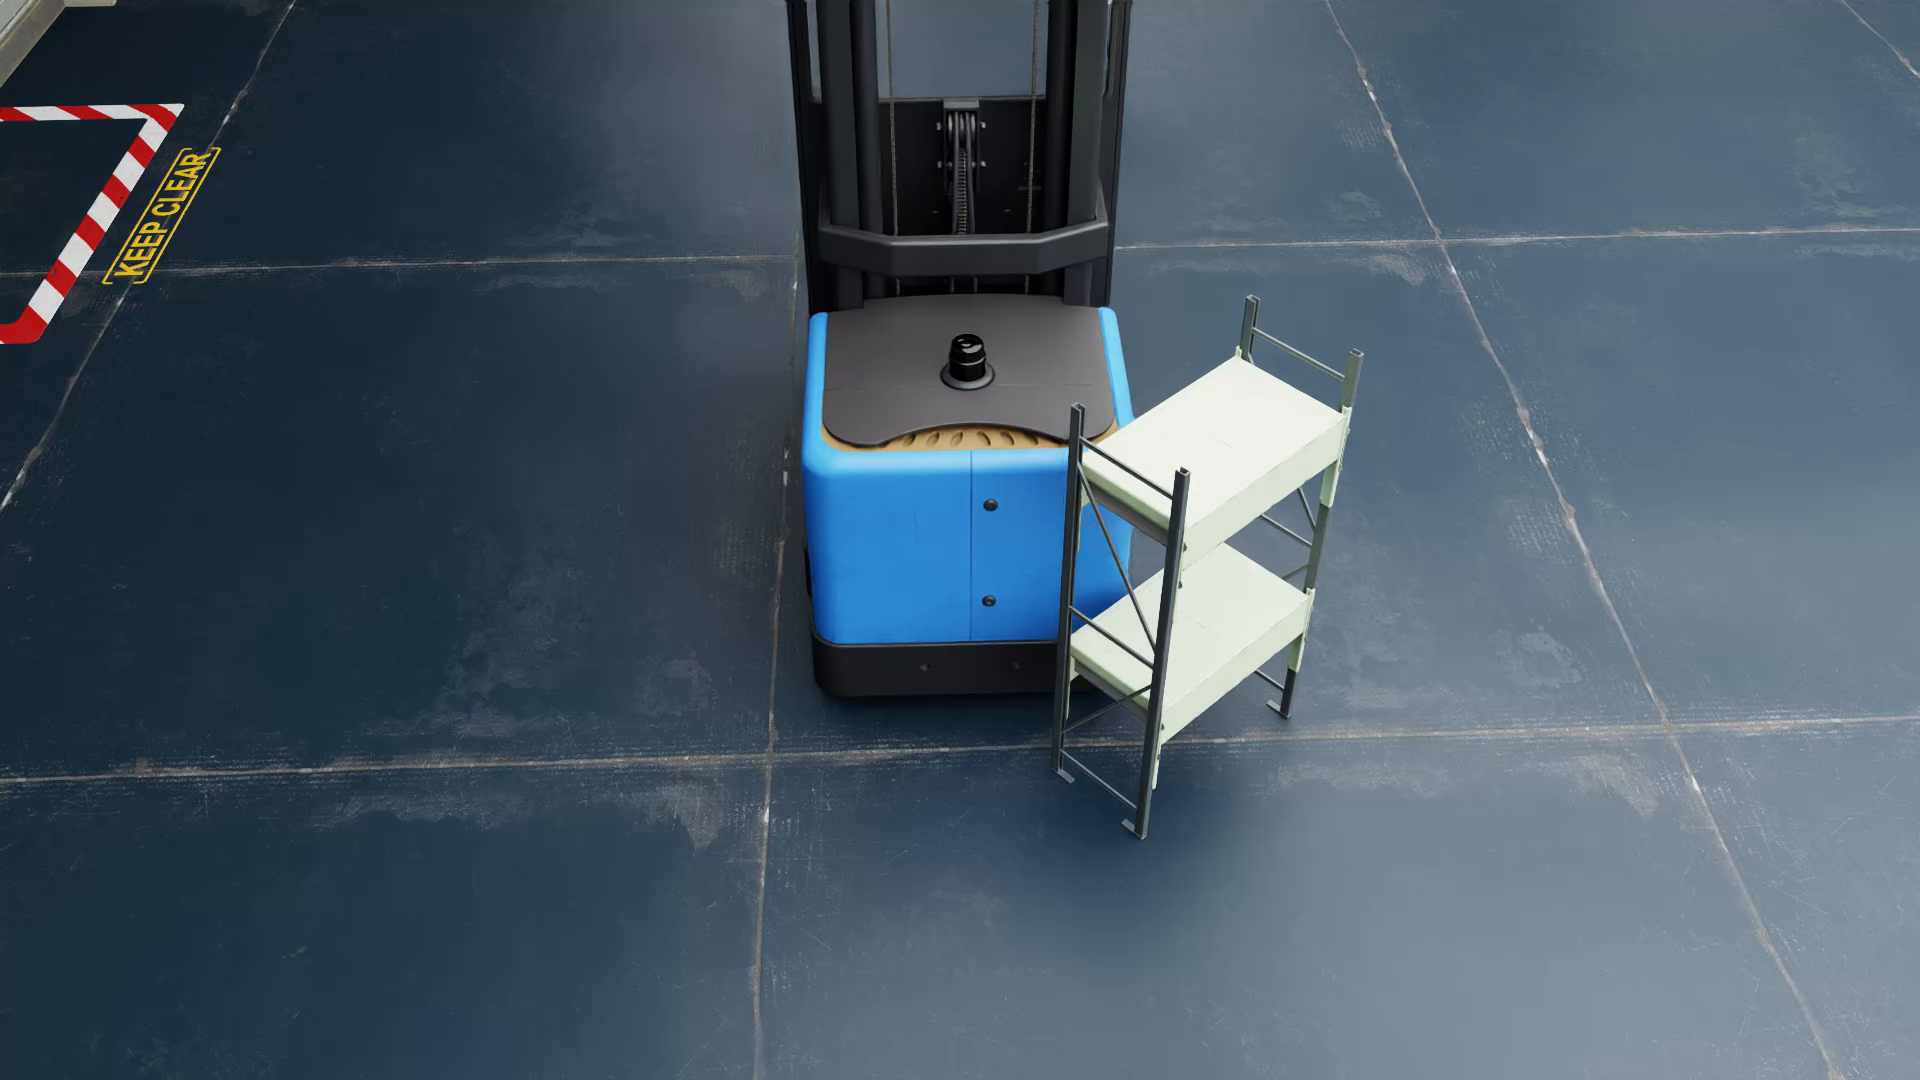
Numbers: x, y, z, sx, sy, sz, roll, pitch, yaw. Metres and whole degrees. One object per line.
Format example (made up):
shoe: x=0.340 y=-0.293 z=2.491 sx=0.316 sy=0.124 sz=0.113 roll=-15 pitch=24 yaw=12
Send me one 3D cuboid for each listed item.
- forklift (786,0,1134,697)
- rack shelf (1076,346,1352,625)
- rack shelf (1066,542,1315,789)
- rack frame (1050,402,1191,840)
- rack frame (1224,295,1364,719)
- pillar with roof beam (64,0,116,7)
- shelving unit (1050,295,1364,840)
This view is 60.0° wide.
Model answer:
forklift: x=-0.011 y=-1.534 z=5.754 sx=1.130 sy=2.935 sz=3.031 roll=-1 pitch=43 yaw=-1
rack shelf: x=0.706 y=-0.171 z=4.749 sx=0.720 sy=0.370 sz=0.431 roll=-33 pitch=52 yaw=-31
rack shelf: x=0.706 y=0.357 z=5.233 sx=0.720 sy=0.370 sz=0.431 roll=-33 pitch=52 yaw=-31
rack frame: x=0.441 y=0.288 z=4.826 sx=0.023 sy=1.500 sz=0.400 roll=-33 pitch=52 yaw=-31
rack frame: x=0.970 y=-0.054 z=5.199 sx=0.023 sy=1.500 sz=0.400 roll=-33 pitch=52 yaw=-31
pillar with roof beam: x=-0.761 y=-6.662 z=6.859 sx=9.100 sy=9.000 sz=0.400 roll=-2 pitch=43 yaw=-2
shelving unit: x=0.706 y=0.117 z=5.012 sx=0.755 sy=1.500 sz=0.431 roll=-33 pitch=52 yaw=-31
